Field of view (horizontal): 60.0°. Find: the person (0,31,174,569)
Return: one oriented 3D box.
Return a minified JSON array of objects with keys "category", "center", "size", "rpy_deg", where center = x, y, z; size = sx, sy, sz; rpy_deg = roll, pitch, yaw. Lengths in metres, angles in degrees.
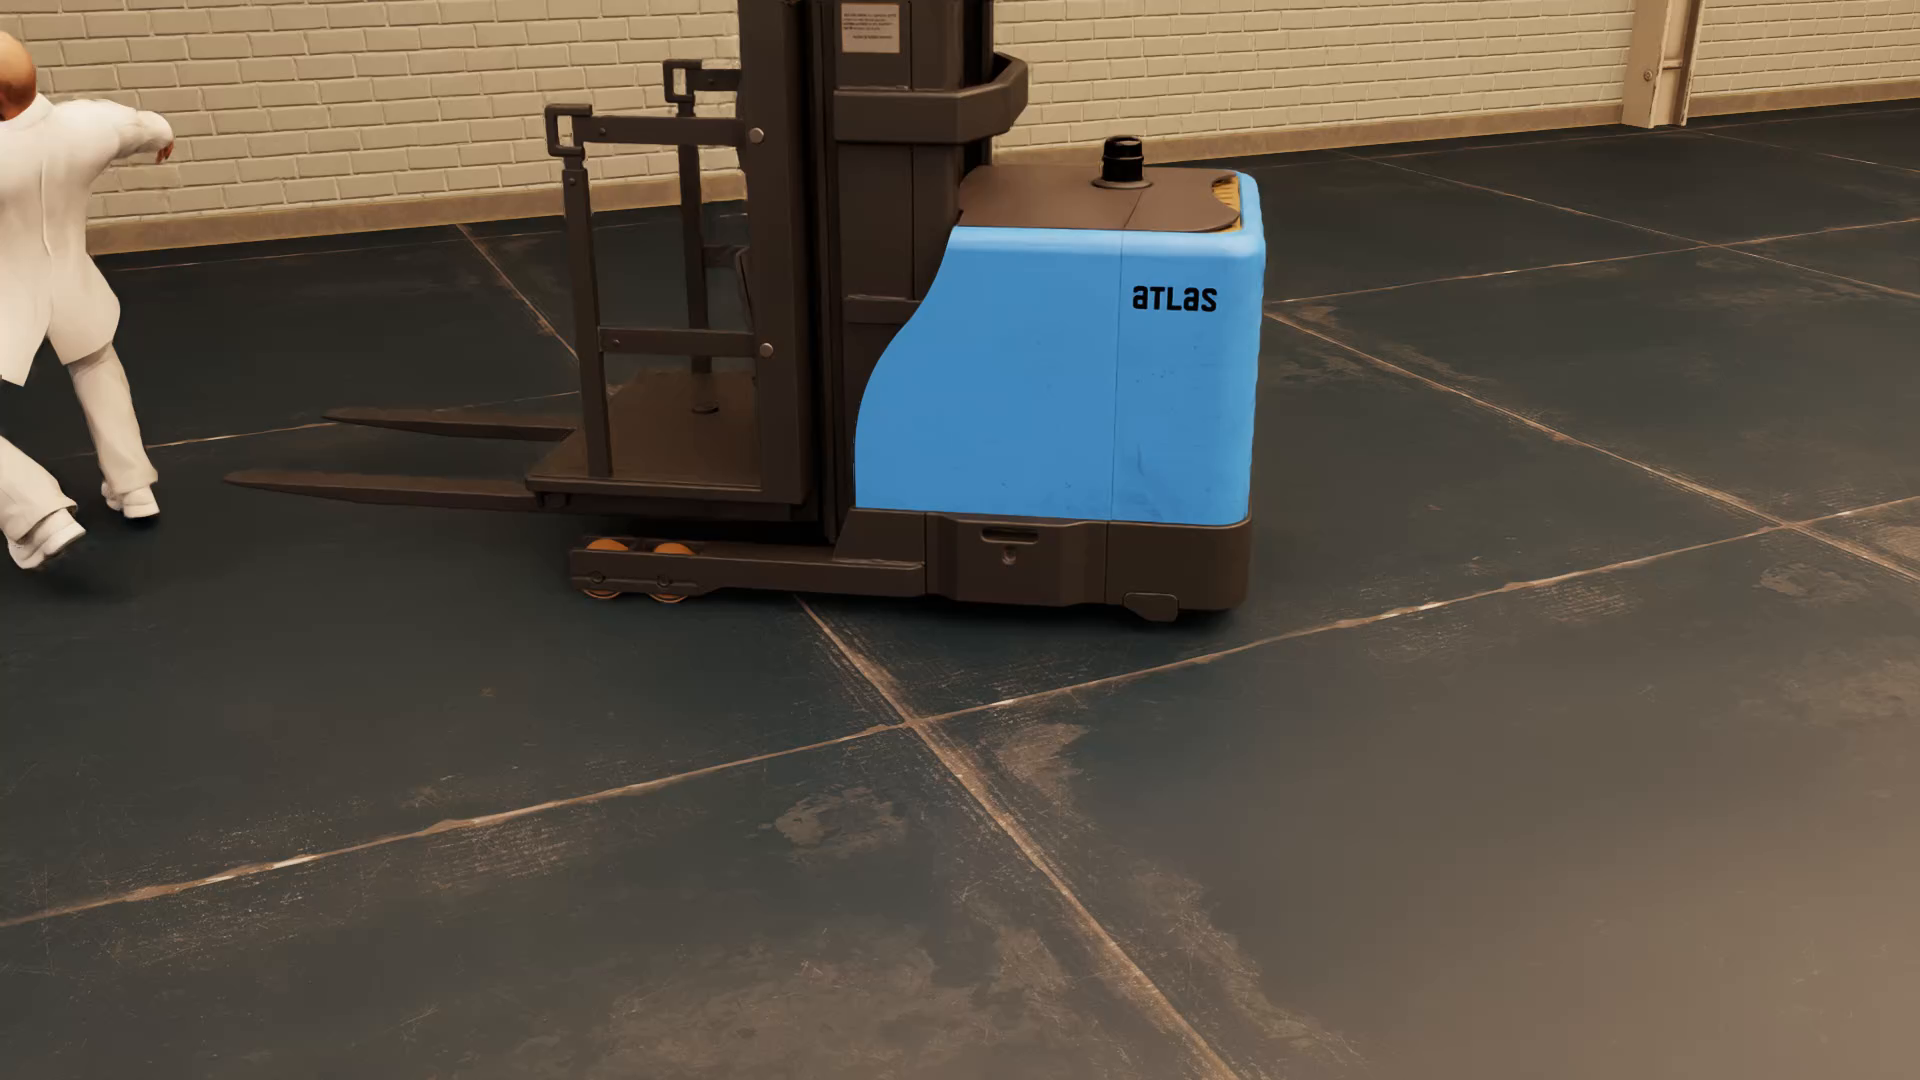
[{"category":"person","center":[-2.665,-0.787,4.971],"size":[0.805,1.547,1.099],"rpy_deg":[8,24,19]}]

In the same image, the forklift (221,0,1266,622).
[{"category":"forklift","center":[-0.660,-1.372,4.590],"size":[3.031,2.935,1.130],"rpy_deg":[3,23,7]}]
